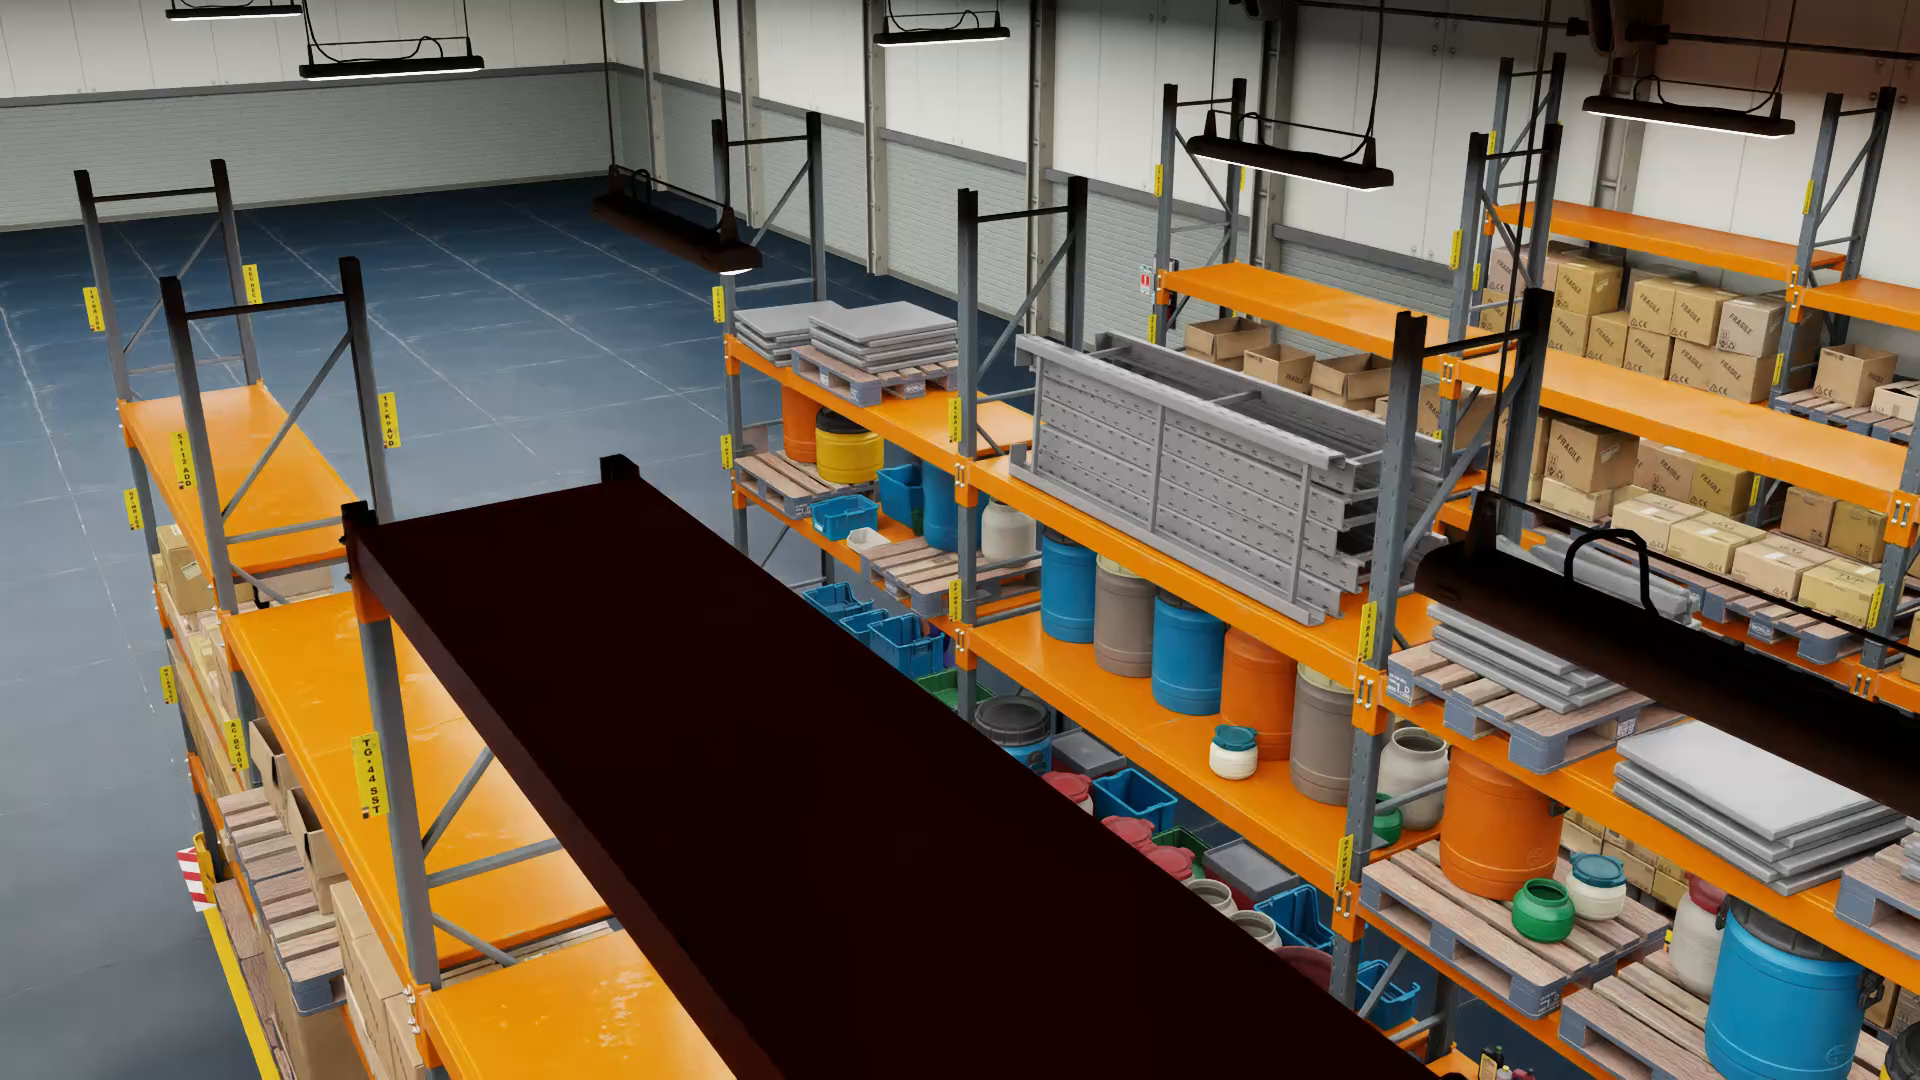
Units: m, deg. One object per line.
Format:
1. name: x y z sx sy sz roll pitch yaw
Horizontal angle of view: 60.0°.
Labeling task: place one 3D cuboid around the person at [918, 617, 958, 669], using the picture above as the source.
1. person: -0.318 0.860 17.059 0.888 1.514 0.468 19 29 39
